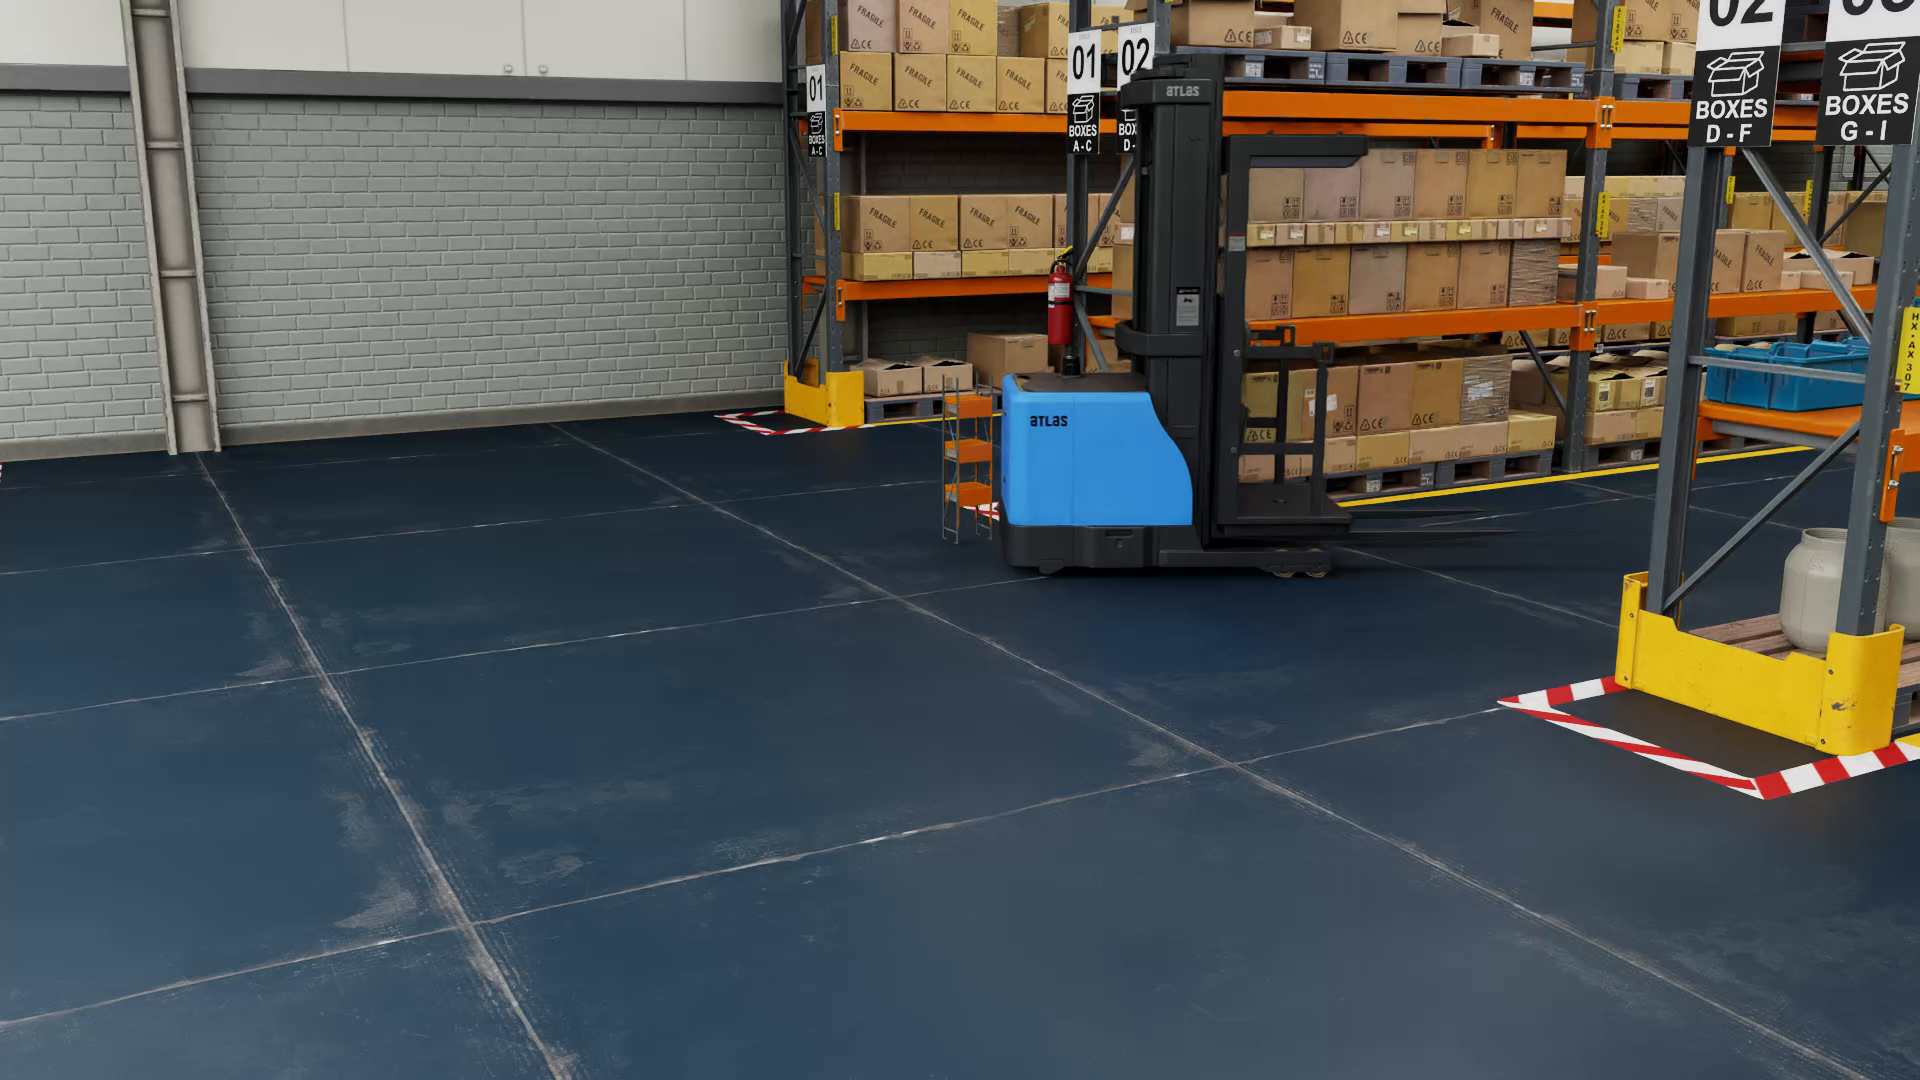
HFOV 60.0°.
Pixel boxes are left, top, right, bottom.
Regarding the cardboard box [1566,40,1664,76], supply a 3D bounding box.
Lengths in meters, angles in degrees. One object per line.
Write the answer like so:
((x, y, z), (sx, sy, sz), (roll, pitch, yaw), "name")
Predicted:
((5.076, -3.731, 12.911), (0.500, 0.250, 0.500), (-5, 14, -22), "cardboard box")

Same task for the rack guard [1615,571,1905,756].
((3.434, 0.505, 7.227), (0.348, 0.500, 1.175), (-7, 14, -28), "rack guard")

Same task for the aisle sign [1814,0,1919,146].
((3.467, -1.902, 6.307), (0.004, 0.787, 0.394), (-7, 14, -28), "aisle sign")

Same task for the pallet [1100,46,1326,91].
((1.653, -3.142, 11.109), (1.213, 0.211, 1.003), (-7, 14, -28), "pallet")

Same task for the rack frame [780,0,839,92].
((-1.357, -5.534, 14.702), (0.127, 3.000, 1.000), (-7, 14, -28), "rack frame")

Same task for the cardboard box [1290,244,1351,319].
((2.333, -1.855, 11.793), (0.500, 0.500, 0.700), (-7, 14, -27), "cardboard box")

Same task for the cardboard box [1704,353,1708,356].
((6.535, -1.523, 14.571), (0.500, 0.311, 0.500), (-7, 15, -29), "cardboard box")

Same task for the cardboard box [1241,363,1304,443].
((2.035, -0.948, 11.589), (0.500, 0.500, 0.500), (-7, 14, -28), "cardboard box")

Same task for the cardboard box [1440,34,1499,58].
((3.603, -3.508, 11.829), (0.250, 0.149, 0.380), (-7, 14, -28), "cardboard box")

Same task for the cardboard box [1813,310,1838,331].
((11.240, -3.077, 22.185), (0.500, 0.500, 0.700), (-7, 15, -30), "cardboard box")

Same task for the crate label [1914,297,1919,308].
((4.876, -0.961, 7.965), (0.616, 0.435, 0.502), (-7, 14, -28), "crate label")

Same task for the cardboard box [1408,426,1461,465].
((3.353, -0.740, 12.370), (0.500, 0.250, 0.500), (-7, 14, -28), "cardboard box")

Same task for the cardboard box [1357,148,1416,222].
((2.823, -2.549, 11.920), (0.500, 0.500, 0.700), (-7, 14, -28), "cardboard box")

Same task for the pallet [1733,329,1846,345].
((10.953, -2.703, 22.139), (1.213, 0.211, 1.003), (-7, 14, -28), "pallet")

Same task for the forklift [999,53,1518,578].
((1.774, -1.327, 9.830), (3.031, 2.935, 1.130), (0, 13, -2), "forklift")

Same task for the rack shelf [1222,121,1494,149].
((3.909, -4.350, 17.915), (4.000, 0.370, 1.077), (-7, 14, -28), "rack shelf")

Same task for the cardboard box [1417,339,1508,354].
((3.974, -1.314, 13.215), (0.500, 0.500, 0.500), (-7, 14, -28), "cardboard box")

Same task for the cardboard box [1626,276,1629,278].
((5.214, -2.136, 13.573), (0.258, 0.266, 0.396), (-7, 15, -29), "cardboard box")

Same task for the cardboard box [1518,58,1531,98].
((6.055, -5.236, 18.983), (0.500, 0.500, 0.700), (-8, 15, -32), "cardboard box")

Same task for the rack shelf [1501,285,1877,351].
((6.286, -1.933, 14.004), (4.000, 0.370, 1.077), (-7, 14, -28), "rack shelf")

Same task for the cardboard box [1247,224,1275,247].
((1.917, -2.072, 11.278), (0.250, 0.149, 0.380), (-7, 14, -28), "cardboard box")

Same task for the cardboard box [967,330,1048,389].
((0.462, -1.785, 16.399), (0.500, 0.500, 0.700), (-8, 15, -31), "cardboard box")

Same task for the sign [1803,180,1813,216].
((7.773, -3.124, 15.202), (0.005, 0.325, 0.100), (-7, 14, -28), "sign")

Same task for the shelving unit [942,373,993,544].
((0.047, -0.518, 10.519), (0.252, 1.050, 0.215), (-7, 14, -28), "shelving unit")

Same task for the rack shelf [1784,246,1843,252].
((10.931, -3.729, 21.984), (4.000, 0.370, 1.077), (-7, 14, -28), "rack shelf")

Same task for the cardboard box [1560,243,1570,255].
((6.949, -3.441, 19.595), (0.250, 0.149, 0.380), (-6, 14, -27), "cardboard box")

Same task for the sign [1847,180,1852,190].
((12.426, -4.859, 23.214), (0.005, 0.325, 0.100), (-7, 14, -28), "sign")

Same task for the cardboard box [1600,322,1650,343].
((7.889, -2.838, 20.326), (0.750, 0.750, 0.750), (-6, 14, -26), "cardboard box")

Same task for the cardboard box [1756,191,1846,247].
((10.937, -4.224, 21.861), (0.700, 0.700, 0.980), (-8, 15, -31), "cardboard box")

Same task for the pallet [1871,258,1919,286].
((8.603, -2.485, 15.258), (1.003, 0.211, 1.213), (-7, 14, -28), "pallet")

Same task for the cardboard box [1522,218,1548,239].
((4.177, -2.343, 12.483), (0.250, 0.149, 0.380), (-7, 15, -29), "cardboard box")

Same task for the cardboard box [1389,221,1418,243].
((3.048, -2.207, 11.878), (0.250, 0.149, 0.380), (-6, 14, -26), "cardboard box")

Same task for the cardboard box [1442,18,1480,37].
((3.488, -3.707, 12.347), (0.500, 0.311, 0.500), (-8, 15, -31), "cardboard box")

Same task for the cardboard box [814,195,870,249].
((-1.045, -3.000, 15.695), (0.500, 0.500, 0.500), (-7, 14, -28), "cardboard box")

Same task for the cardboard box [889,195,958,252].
((-0.355, -2.952, 15.480), (0.500, 0.500, 0.500), (-7, 14, -28), "cardboard box")

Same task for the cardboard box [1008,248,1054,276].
((0.567, -2.696, 16.053), (0.500, 0.250, 0.500), (-7, 14, -27), "cardboard box")

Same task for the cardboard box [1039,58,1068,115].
((0.911, -4.332, 15.923), (0.500, 0.500, 0.500), (-7, 15, -30), "cardboard box")

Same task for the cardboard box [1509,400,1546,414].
((4.756, -1.036, 13.688), (0.500, 0.250, 0.500), (-7, 14, -28), "cardboard box")

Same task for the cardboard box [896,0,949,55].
((-0.438, -4.653, 15.071), (0.500, 0.500, 0.500), (-7, 14, -29), "cardboard box")

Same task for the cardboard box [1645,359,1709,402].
((5.908, -1.312, 13.636), (0.500, 0.311, 0.500), (-7, 15, -30), "cardboard box")

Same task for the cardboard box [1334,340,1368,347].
((4.127, -2.268, 18.547), (0.500, 0.500, 0.700), (-7, 14, -28), "cardboard box")

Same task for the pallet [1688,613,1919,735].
((4.150, 0.561, 7.634), (1.213, 0.211, 1.003), (-7, 14, -28), "pallet")

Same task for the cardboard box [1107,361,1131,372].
((1.348, -0.996, 11.799), (0.500, 0.500, 0.500), (-7, 14, -28), "cardboard box")

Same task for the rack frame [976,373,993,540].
((0.154, -0.531, 10.576), (0.008, 1.050, 0.200), (-7, 14, -28), "rack frame")

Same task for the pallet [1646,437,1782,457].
((6.231, -0.927, 14.248), (1.213, 0.211, 1.003), (-7, 14, -28), "pallet")

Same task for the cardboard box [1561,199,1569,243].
((6.678, -3.707, 19.299), (0.500, 0.500, 0.500), (-6, 14, -26), "cardboard box")

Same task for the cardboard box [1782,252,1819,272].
((7.164, -2.394, 14.617), (0.500, 0.311, 0.500), (-7, 14, -29), "cardboard box")

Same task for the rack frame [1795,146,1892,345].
((8.042, -2.494, 14.860), (0.127, 3.000, 1.000), (-7, 14, -28), "rack frame")

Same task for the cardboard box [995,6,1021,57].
((0.258, -4.871, 16.038), (0.500, 0.500, 0.500), (-7, 14, -28), "cardboard box")
